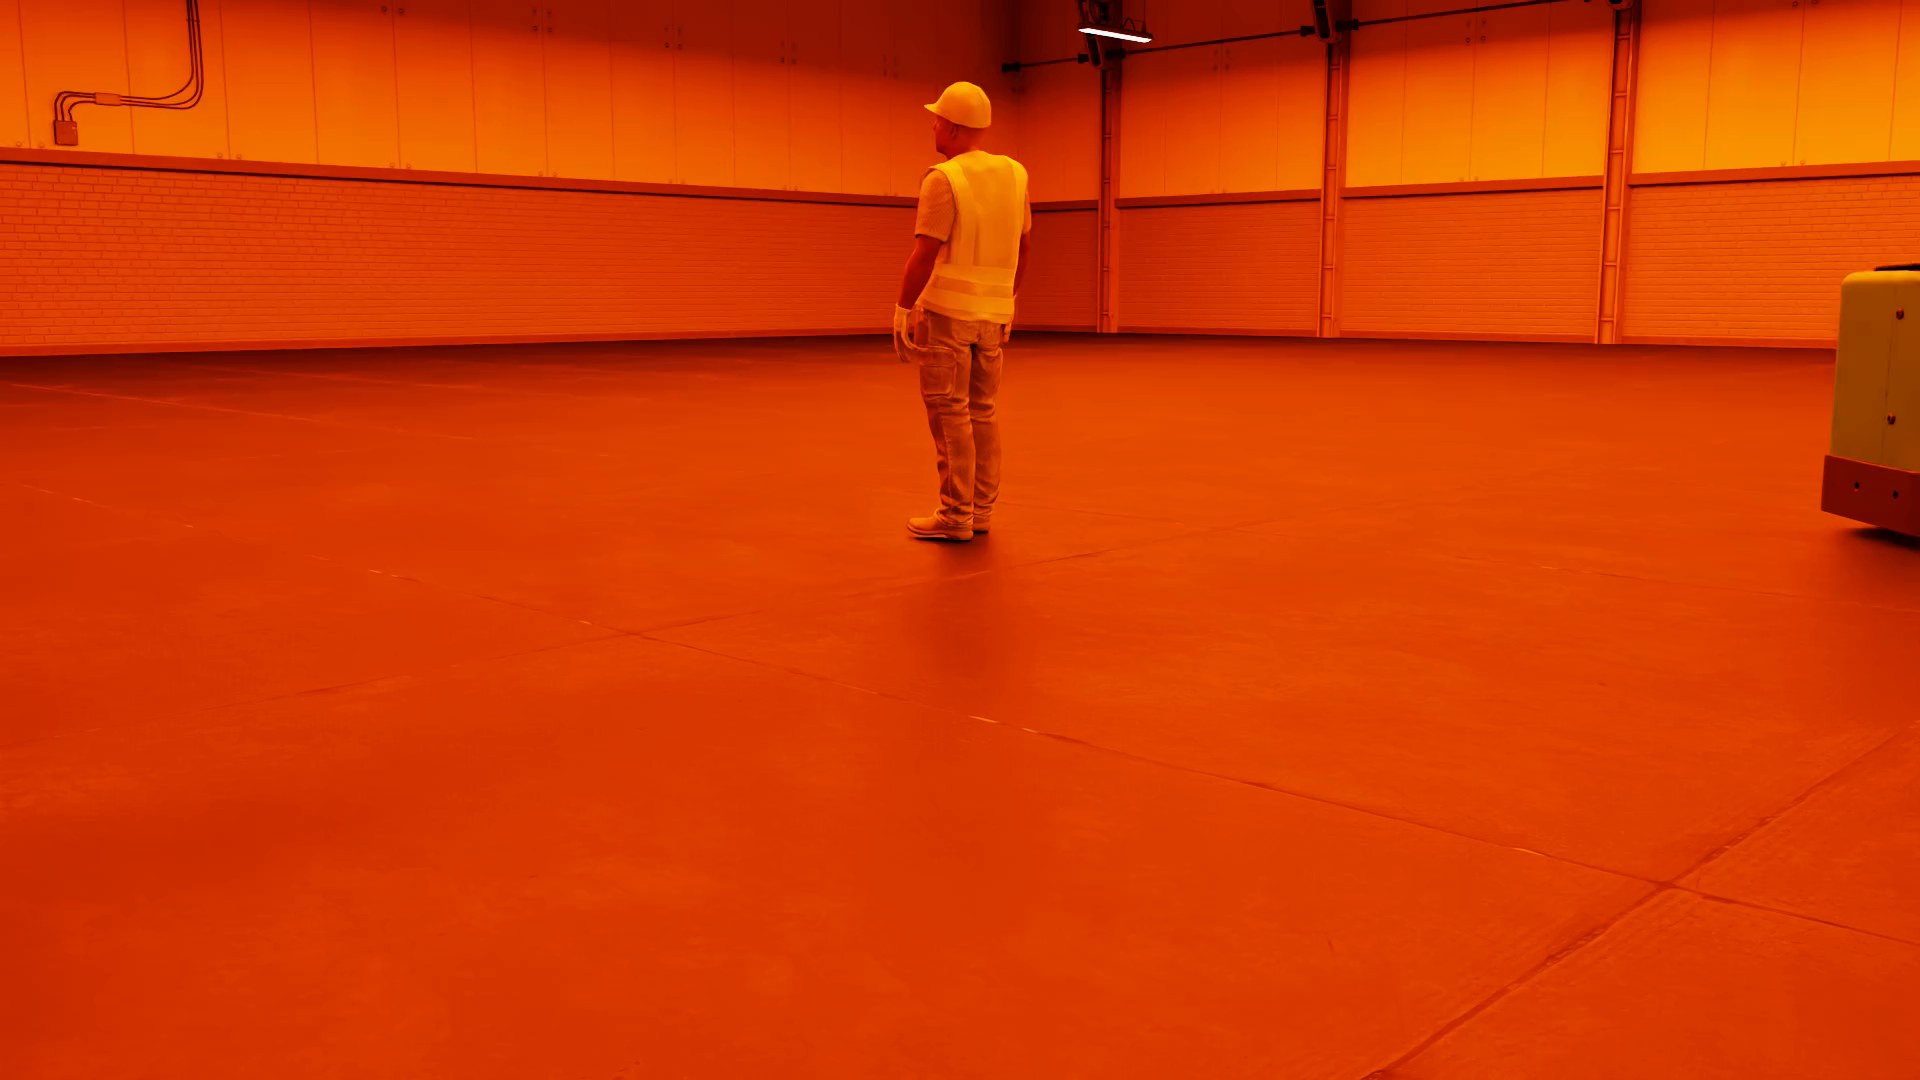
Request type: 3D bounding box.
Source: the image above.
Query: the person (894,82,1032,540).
[{"bbox_3d":[-0.045,-0.897,6.639,0.577,1.782,0.656,8,12,43],"label":"person"}]

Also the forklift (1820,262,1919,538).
[{"bbox_3d":[5.152,-1.429,6.363,3.031,2.935,1.130,0,9,2],"label":"forklift"}]
